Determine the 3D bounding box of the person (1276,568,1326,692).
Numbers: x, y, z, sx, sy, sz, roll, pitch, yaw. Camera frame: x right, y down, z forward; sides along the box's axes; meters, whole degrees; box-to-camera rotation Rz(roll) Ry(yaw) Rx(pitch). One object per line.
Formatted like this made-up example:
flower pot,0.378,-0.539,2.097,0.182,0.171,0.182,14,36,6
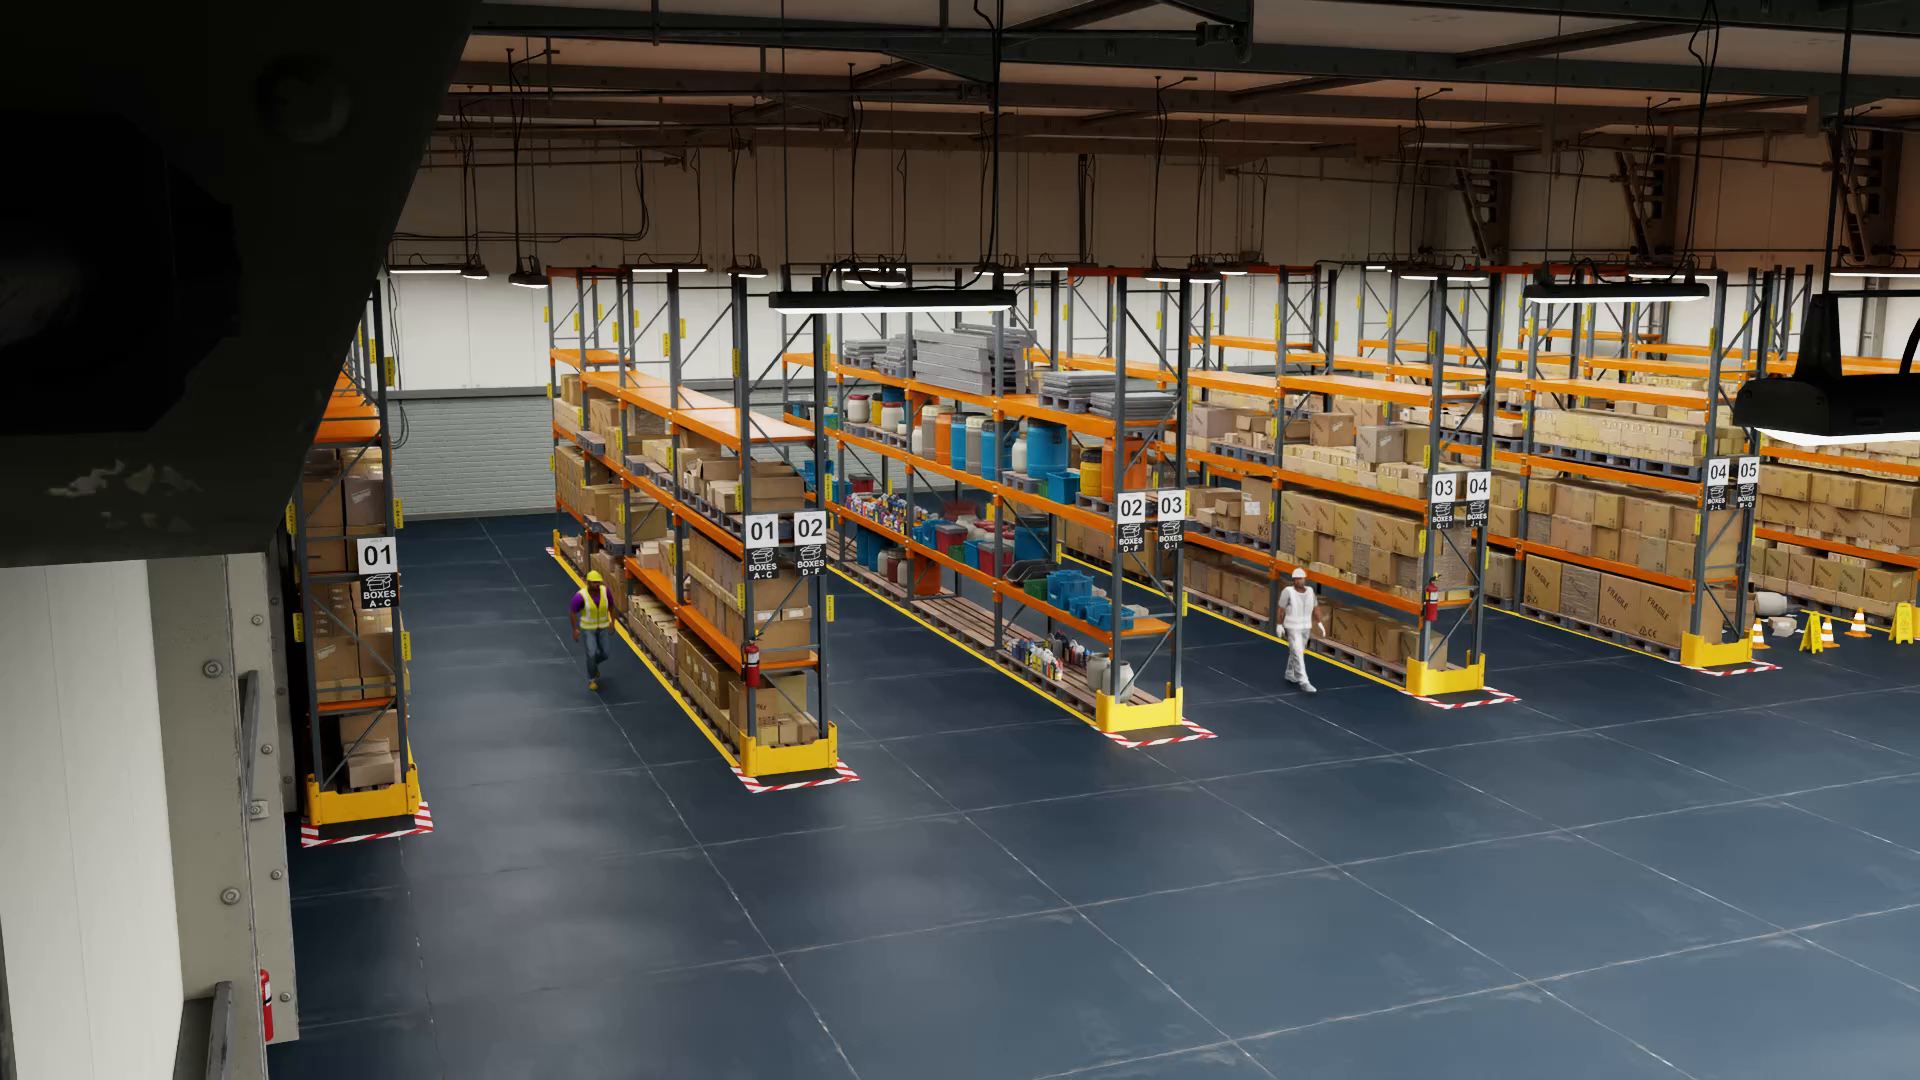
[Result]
person,4.976,1.285,24.087,0.574,1.745,0.978,-4,11,-21

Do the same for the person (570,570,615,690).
person,-5.384,1.281,24.338,0.659,1.740,0.657,-6,12,-32
